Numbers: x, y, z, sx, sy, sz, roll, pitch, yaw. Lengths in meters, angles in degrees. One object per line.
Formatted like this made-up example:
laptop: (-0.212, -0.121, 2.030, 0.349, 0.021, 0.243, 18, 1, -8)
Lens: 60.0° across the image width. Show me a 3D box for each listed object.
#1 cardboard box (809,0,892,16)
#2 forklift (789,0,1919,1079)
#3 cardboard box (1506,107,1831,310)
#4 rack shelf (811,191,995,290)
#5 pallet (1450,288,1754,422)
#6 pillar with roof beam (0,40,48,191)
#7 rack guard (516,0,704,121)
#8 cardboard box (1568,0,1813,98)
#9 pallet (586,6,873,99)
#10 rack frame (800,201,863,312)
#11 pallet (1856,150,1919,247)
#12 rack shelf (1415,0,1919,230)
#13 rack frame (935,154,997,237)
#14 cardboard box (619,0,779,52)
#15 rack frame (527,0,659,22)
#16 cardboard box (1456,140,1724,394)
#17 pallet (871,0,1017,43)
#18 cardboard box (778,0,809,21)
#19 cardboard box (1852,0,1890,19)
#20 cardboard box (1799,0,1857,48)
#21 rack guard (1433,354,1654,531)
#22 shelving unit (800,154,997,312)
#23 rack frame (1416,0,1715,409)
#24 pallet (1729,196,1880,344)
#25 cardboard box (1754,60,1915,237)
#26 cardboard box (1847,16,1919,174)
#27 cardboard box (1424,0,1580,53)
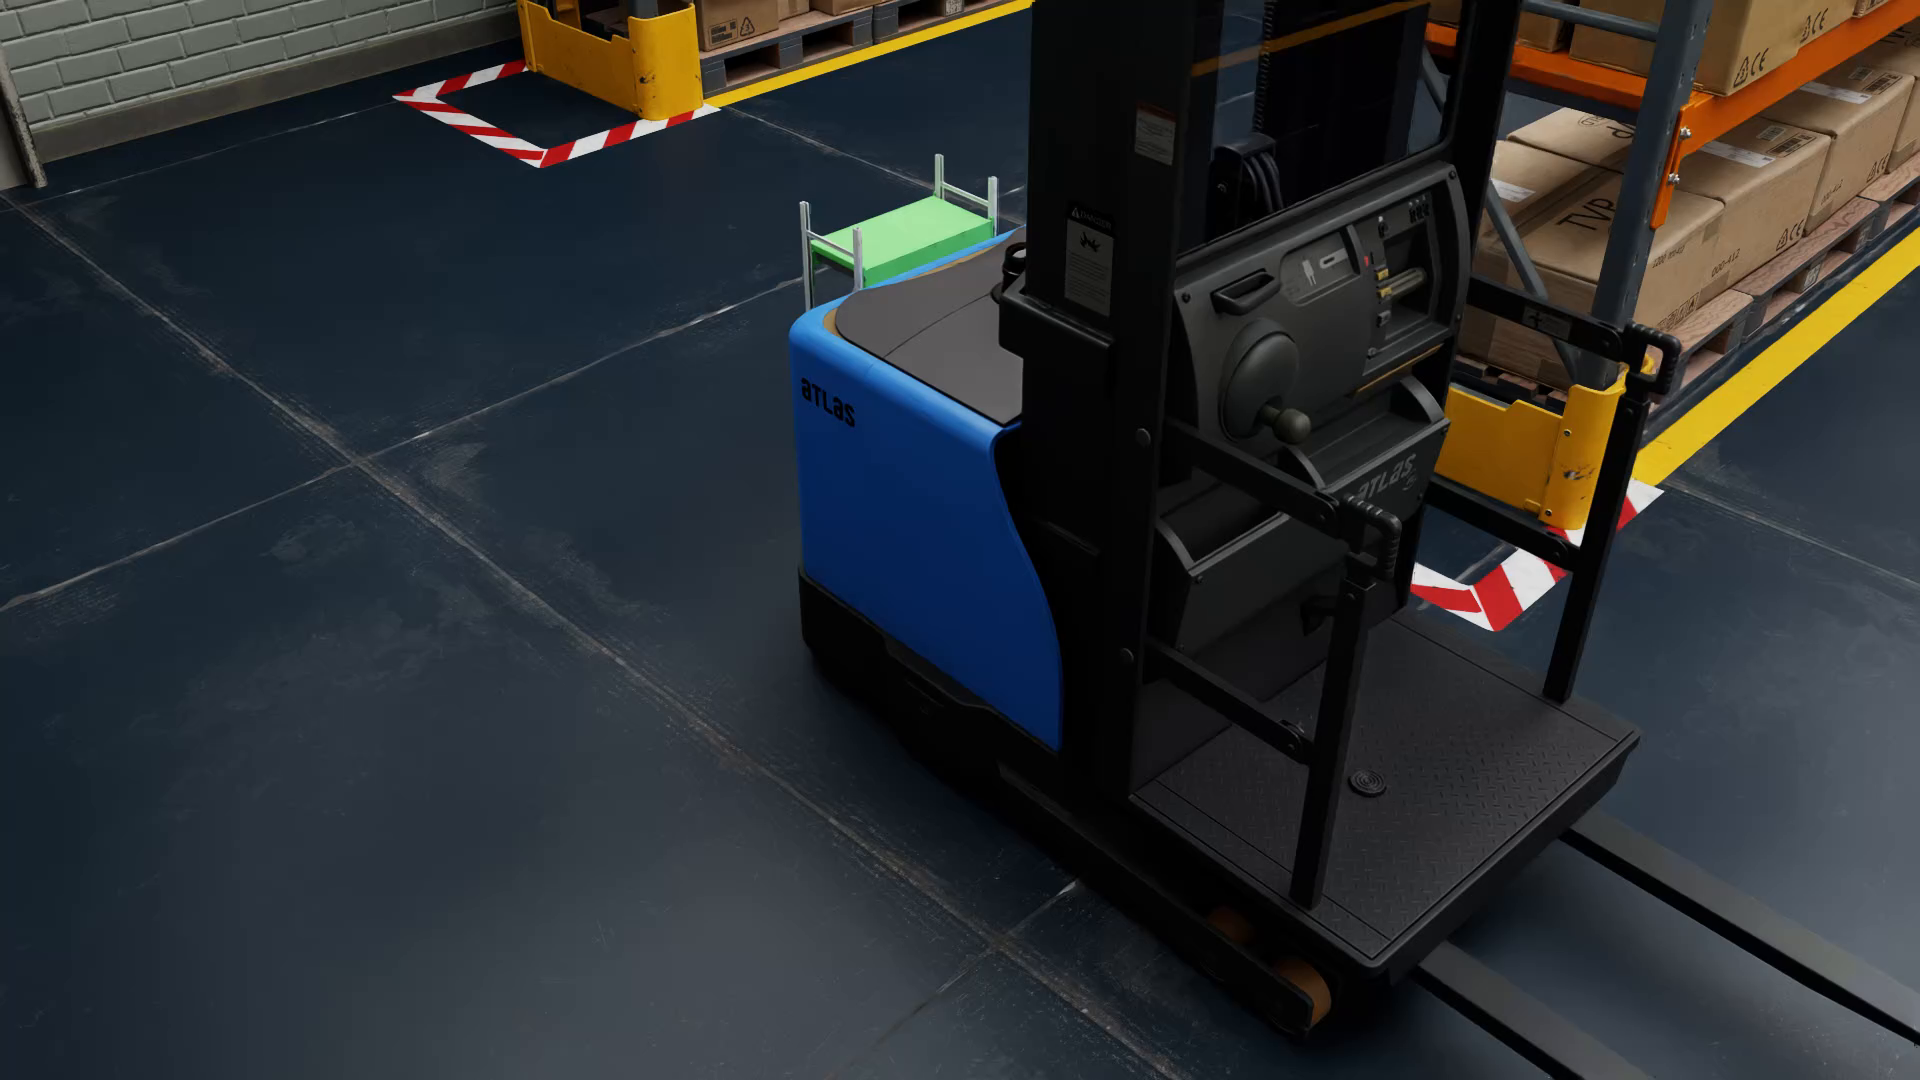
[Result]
cardboard box: (-0.728, -3.248, 9.102, 0.500, 0.500, 0.700, -28, 44, -34)
forklift: (0.916, -0.445, 3.326, 1.130, 2.935, 3.031, -28, 43, -34)
cardboard box: (2.702, -1.365, 6.457, 0.875, 0.438, 0.875, -29, 44, -34)
rack shelf: (-0.163, -0.798, 4.618, 0.480, 0.148, 0.258, -28, 44, -34)
pallet: (2.177, -0.772, 6.173, 1.003, 0.211, 1.213, 30, 45, 35)
pillar with roof beam: (-1.341, -3.554, 2.479, 9.100, 9.000, 0.400, 30, 45, 35)
rack guard: (-1.803, -2.565, 8.490, 1.175, 0.500, 0.348, 30, 45, 35)
cardboard box: (2.211, -1.680, 4.950, 0.500, 0.500, 0.500, 29, 44, 35)
pallet: (-1.242, -2.770, 9.038, 1.003, 0.211, 1.213, 30, 45, 35)
rack frame: (-0.342, -0.362, 4.720, 0.015, 1.200, 0.240, -28, 44, -34)
pallet: (3.896, -1.763, 7.593, 1.003, 0.211, 1.213, 30, 45, 35)
rack shelf: (3.078, -2.077, 6.235, 1.077, 0.370, 4.000, 30, 45, 35)
rack frame: (0.016, -0.552, 4.993, 0.015, 1.200, 0.240, -28, 44, -34)
cardboard box: (-1.358, -2.918, 8.626, 0.797, 0.503, 0.637, 28, 43, 34)
rack frame: (-1.856, -3.559, 7.731, 1.000, 3.000, 0.127, 30, 45, 35)
cardboard box: (2.063, -0.990, 5.920, 0.875, 0.438, 0.875, 28, 44, 34)
pallet: (-0.382, -3.263, 9.744, 1.003, 0.211, 1.213, 30, 45, 35)
cardboard box: (-1.031, -2.929, 8.953, 0.380, 0.149, 0.250, 28, 43, 34)
cardboard box: (2.919, -2.096, 5.546, 0.500, 0.500, 0.500, 29, 44, 35)
cardboard box: (2.547, -1.897, 5.260, 0.500, 0.500, 0.500, 29, 44, 35)
rack guard: (1.652, -0.525, 5.566, 1.175, 0.500, 0.348, 30, 45, 35)
shelving unit: (-0.163, -0.457, 4.856, 0.503, 1.200, 0.258, -28, 44, -34)
rack frame: (1.669, -1.560, 4.865, 1.000, 3.000, 0.127, 30, 45, 35)
pallet: (3.036, -1.265, 6.880, 1.003, 0.211, 1.213, 30, 45, 35)
cardboard box: (3.338, -1.730, 6.981, 0.875, 0.438, 0.875, 28, 44, 34)
cardboard box: (3.969, -2.094, 7.503, 0.875, 0.438, 0.875, 29, 44, 35)
cardboard box: (1.821, -1.904, 5.270, 0.500, 0.500, 0.500, -30, 45, -35)
